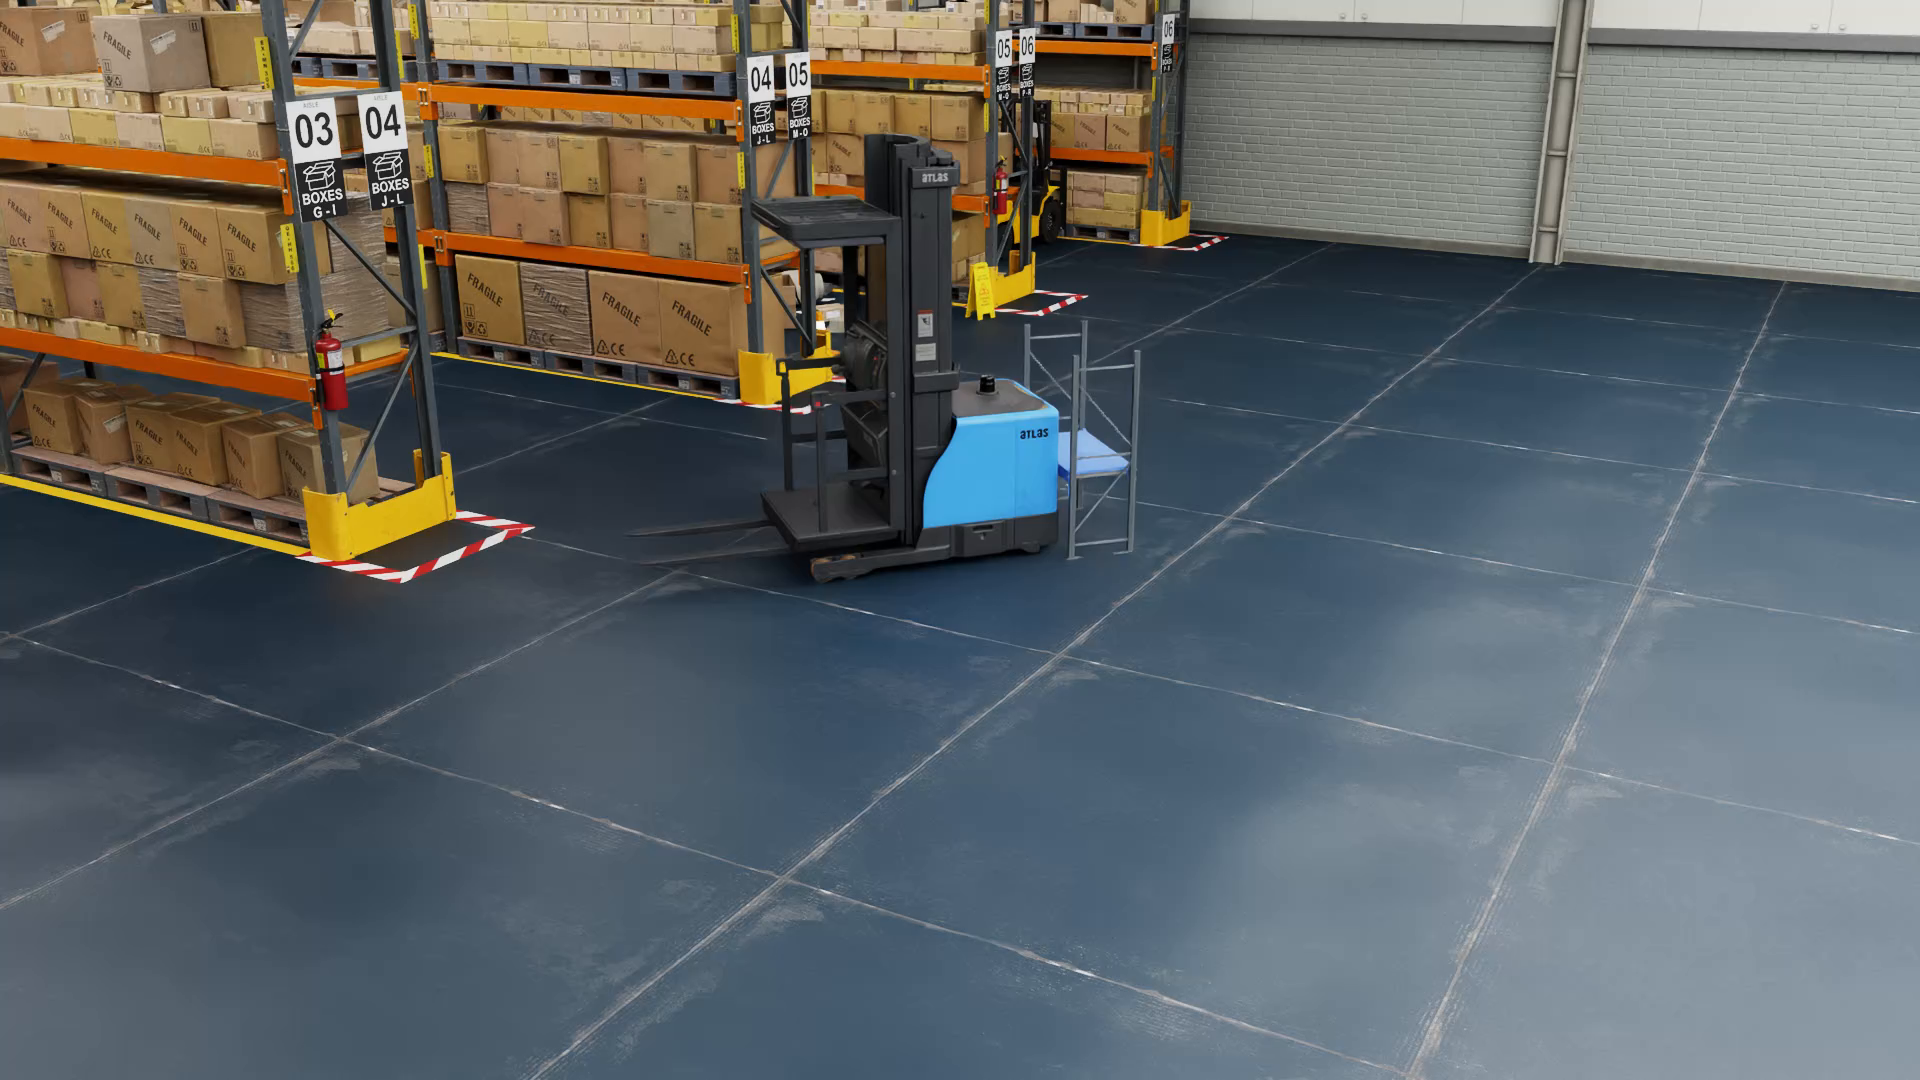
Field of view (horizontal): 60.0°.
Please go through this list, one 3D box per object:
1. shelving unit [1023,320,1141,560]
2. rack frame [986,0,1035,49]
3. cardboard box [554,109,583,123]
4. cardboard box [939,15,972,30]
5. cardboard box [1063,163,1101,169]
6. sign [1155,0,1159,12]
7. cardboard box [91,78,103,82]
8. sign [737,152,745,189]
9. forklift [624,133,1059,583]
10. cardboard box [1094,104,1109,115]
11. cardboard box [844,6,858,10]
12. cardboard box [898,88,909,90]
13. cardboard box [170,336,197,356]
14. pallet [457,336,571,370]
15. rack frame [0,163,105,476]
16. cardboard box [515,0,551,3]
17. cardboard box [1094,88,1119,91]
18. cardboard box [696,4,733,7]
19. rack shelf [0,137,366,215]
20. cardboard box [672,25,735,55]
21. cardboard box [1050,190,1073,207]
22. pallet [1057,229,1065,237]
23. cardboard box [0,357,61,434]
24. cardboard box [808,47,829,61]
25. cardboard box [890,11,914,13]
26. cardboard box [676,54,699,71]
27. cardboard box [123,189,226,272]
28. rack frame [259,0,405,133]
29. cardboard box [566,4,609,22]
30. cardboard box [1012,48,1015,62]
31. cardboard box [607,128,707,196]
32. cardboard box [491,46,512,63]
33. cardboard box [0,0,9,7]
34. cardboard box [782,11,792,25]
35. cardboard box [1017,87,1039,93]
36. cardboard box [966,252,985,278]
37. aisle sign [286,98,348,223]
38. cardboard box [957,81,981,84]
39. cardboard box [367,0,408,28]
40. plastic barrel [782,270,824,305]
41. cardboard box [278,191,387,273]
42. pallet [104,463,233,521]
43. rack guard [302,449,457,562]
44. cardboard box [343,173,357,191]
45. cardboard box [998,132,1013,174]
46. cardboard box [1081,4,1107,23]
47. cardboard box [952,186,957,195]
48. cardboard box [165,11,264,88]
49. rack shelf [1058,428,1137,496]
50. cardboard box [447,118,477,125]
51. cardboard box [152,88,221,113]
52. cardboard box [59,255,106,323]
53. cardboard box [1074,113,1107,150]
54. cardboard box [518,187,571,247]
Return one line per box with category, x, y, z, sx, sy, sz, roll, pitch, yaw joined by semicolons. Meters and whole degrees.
shelving unit;0.867;-0.758;12.255;0.538;1.500;1.048;-6;21;-16
rack frame;0.596;-7.208;19.038;0.127;3.000;1.000;11;23;27
cardboard box;-5.183;-5.787;22.722;0.500;0.500;0.500;11;23;28
cardboard box;-0.050;-6.077;19.519;0.250;0.149;0.380;11;23;28
cardboard box;1.816;-5.545;25.203;0.500;0.250;0.500;11;22;27
sign;2.736;-7.496;23.049;0.005;0.325;0.100;11;23;27
cardboard box;-6.412;-3.471;12.770;0.250;0.149;0.380;12;23;29
sign;-2.007;-3.393;15.276;0.005;0.325;0.100;11;23;27
forklift;-0.854;-1.283;11.605;3.031;2.935;1.130;-7;21;-18
cardboard box;2.139;-6.287;24.200;0.250;0.149;0.380;11;23;28
cardboard box;-1.587;-8.160;25.668;0.250;0.149;0.380;11;23;27
cardboard box;-0.890;-7.065;26.346;0.250;0.149;0.380;10;22;26
cardboard box;-5.686;-1.508;12.492;0.250;0.149;0.380;11;23;27
pallet;-4.597;-2.101;17.849;1.213;0.211;1.003;11;23;27
rack frame;-7.729;-2.102;13.762;0.127;3.000;1.000;11;23;27
cardboard box;-4.308;-5.423;16.955;0.250;0.149;0.380;11;23;27
cardboard box;2.166;-6.616;24.670;0.250;0.149;0.380;11;23;28
cardboard box;-2.308;-5.043;15.906;0.250;0.149;0.380;10;22;27
rack shelf;-5.983;-2.842;12.456;4.000;0.370;1.077;11;23;27
cardboard box;-2.294;-4.619;15.322;0.500;0.250;0.500;11;23;28
cardboard box;1.542;-5.160;24.873;0.500;0.250;0.500;10;22;26
pallet;1.264;-4.873;25.489;1.213;0.211;1.003;11;23;27
cardboard box;-8.255;-1.243;14.412;0.500;0.500;0.700;9;22;23
cardboard box;-1.661;-5.979;20.419;0.250;0.149;0.380;10;22;26
cardboard box;-0.665;-6.416;20.453;0.250;0.149;0.380;11;23;29
cardboard box;-2.405;-4.430;15.386;0.250;0.149;0.380;11;23;28
cardboard box;-5.713;-2.277;12.195;0.500;0.500;0.500;11;23;27
rack frame;-4.237;-4.257;10.905;0.127;3.000;1.000;11;23;27
cardboard box;-3.521;-5.017;15.834;0.250;0.149;0.380;11;23;28
cardboard box;0.464;-5.831;20.011;0.250;0.149;0.380;11;23;27
cardboard box;-2.983;-3.746;16.489;0.550;0.550;0.875;11;23;27
cardboard box;-4.408;-4.811;16.435;0.250;0.149;0.380;10;22;26
cardboard box;-11.929;-6.451;20.590;0.500;0.500;0.700;11;23;27
cardboard box;-2.097;-6.437;20.512;0.250;0.149;0.380;11;22;27
cardboard box;1.044;-6.654;24.777;0.250;0.149;0.380;11;23;28
cardboard box;0.026;-3.509;21.055;0.500;0.250;0.500;11;22;27
aisle sign;-4.330;-2.560;11.210;0.004;0.787;0.394;11;23;27
cardboard box;0.146;-7.005;25.745;0.250;0.149;0.380;10;22;26
cardboard box;-8.069;-7.579;23.699;0.500;0.500;0.500;11;23;28
plastic barrel;-1.946;-3.069;20.205;0.512;0.421;0.421;-7;21;-20
cardboard box;-4.585;-2.267;12.166;0.500;0.500;0.500;11;23;27
pallet;-6.057;-0.488;13.400;1.213;0.211;1.003;11;23;27
rack guard;-4.304;-0.275;12.389;0.348;0.500;1.175;11;23;27
cardboard box;-6.691;-3.784;18.252;0.500;0.500;0.500;11;23;28
cardboard box;0.317;-4.736;20.438;0.500;0.500;0.500;10;22;26
cardboard box;1.920;-7.547;23.806;0.258;0.266;0.396;11;23;27
cardboard box;-0.111;-4.277;20.125;0.250;0.149;0.380;10;22;27
cardboard box;-5.402;-3.596;12.166;0.500;0.500;0.500;11;23;27
rack shelf;0.867;-0.589;12.316;0.538;0.185;1.000;-6;21;-16
cardboard box;-6.935;-5.887;23.683;0.500;0.250;0.500;11;23;27
cardboard box;-5.480;-3.121;11.808;0.250;0.149;0.380;11;23;28
cardboard box;-6.462;-2.049;13.032;0.500;0.500;0.875;11;23;27
cardboard box;2.007;-6.005;24.375;0.500;0.500;0.500;12;23;29
cardboard box;-3.989;-3.365;17.024;0.550;0.550;0.875;11;23;27
